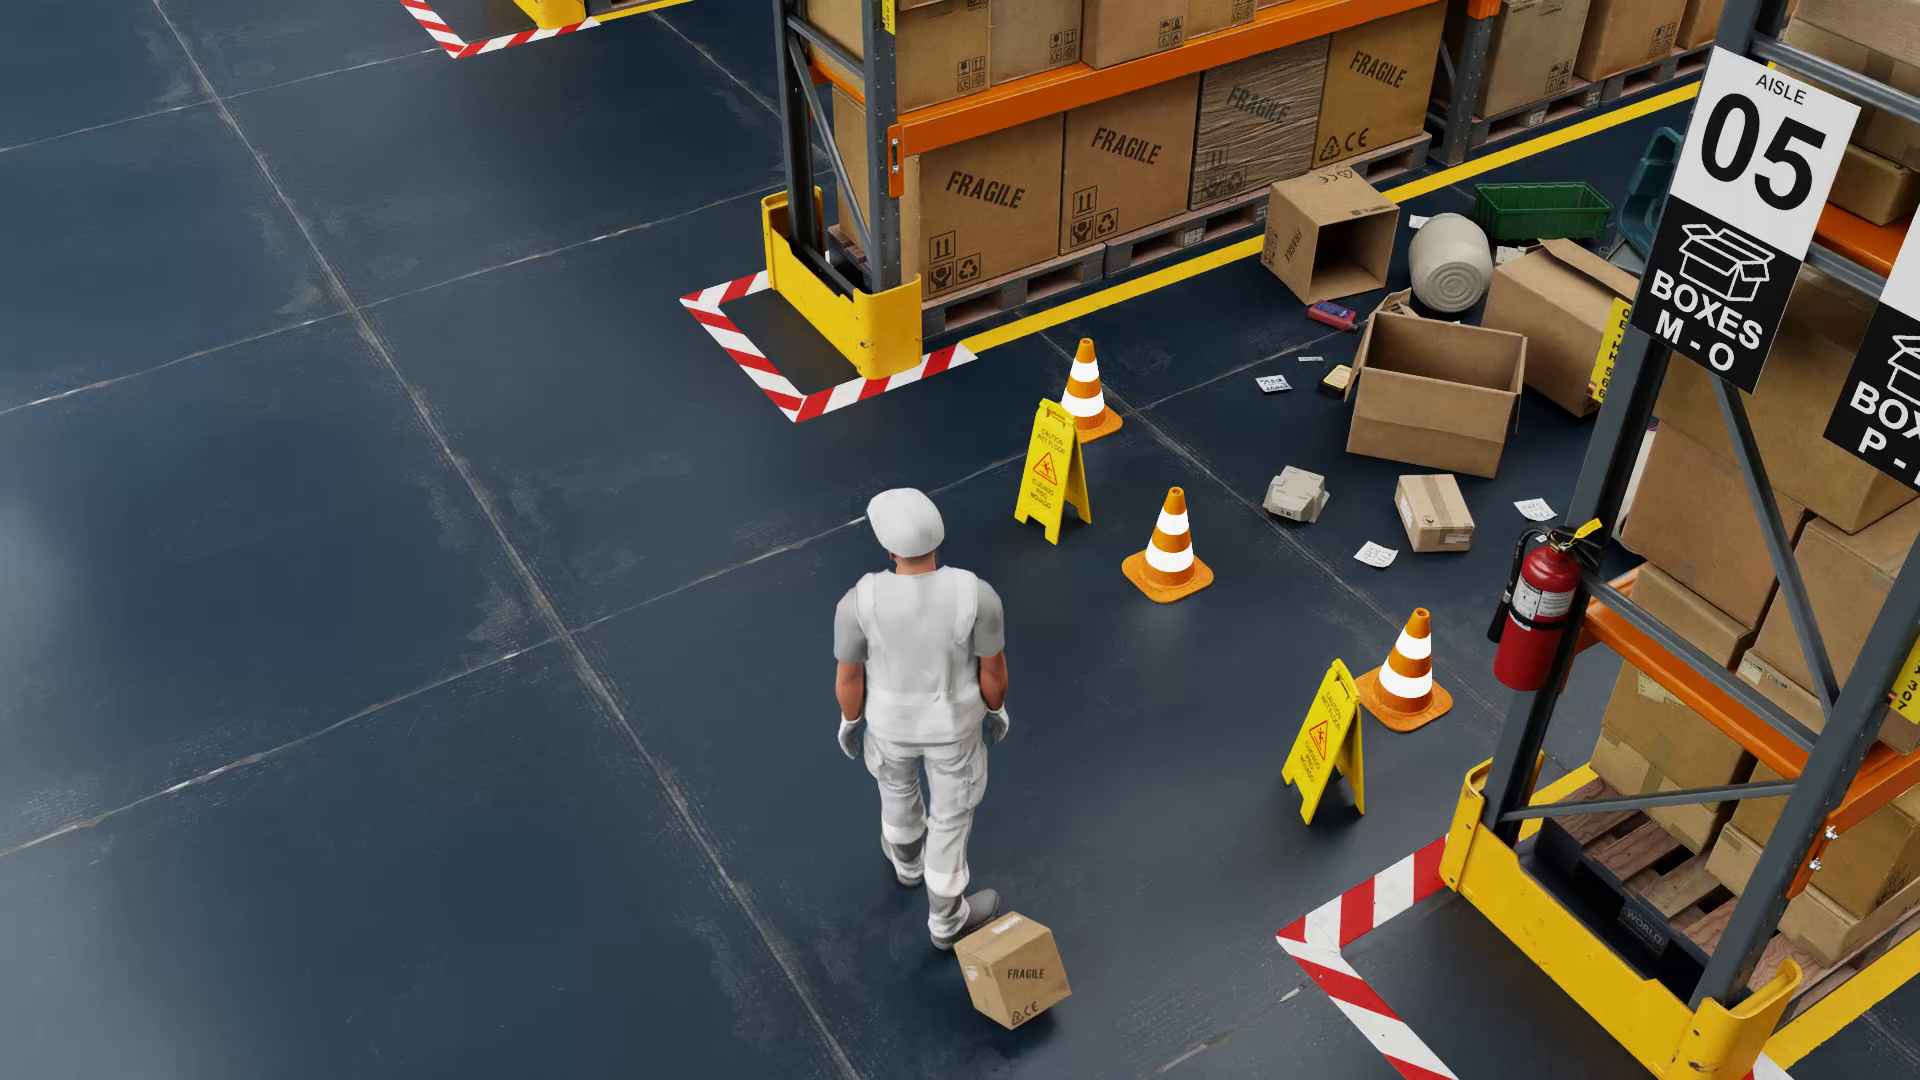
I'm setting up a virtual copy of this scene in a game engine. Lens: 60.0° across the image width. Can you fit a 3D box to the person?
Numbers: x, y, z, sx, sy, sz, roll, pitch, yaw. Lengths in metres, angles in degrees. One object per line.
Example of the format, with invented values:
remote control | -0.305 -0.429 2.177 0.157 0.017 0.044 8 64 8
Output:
person | -0.120 0.587 5.450 0.561 1.786 0.573 3 40 3
